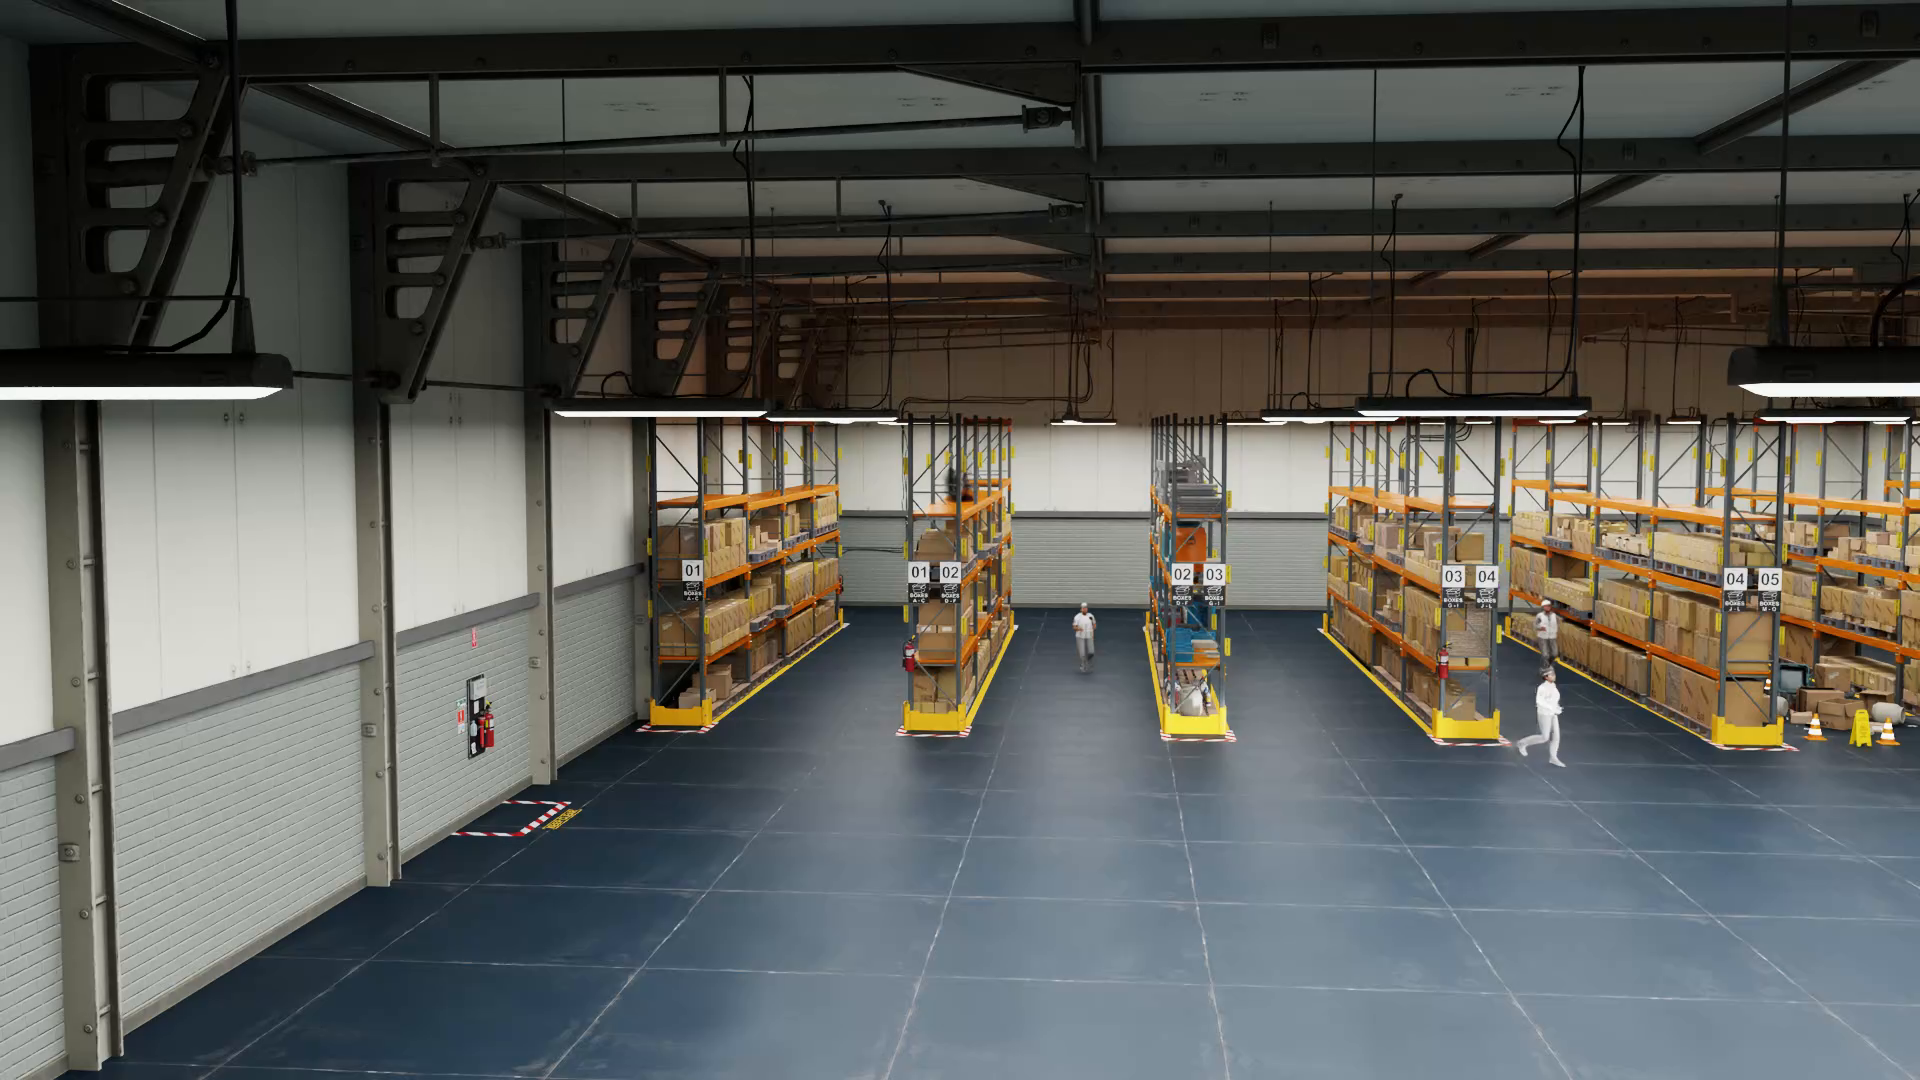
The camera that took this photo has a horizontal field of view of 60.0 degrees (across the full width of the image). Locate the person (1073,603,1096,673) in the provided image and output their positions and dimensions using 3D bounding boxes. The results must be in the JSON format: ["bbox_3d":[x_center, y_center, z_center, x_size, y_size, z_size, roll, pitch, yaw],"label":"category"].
[{"bbox_3d":[2.928,2.295,38.767,0.589,1.647,0.590,0,4,-6],"label":"person"}]

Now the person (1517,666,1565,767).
[{"bbox_3d":[9.974,2.987,28.397,0.801,1.699,0.625,4,5,43],"label":"person"}]

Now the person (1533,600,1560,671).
[{"bbox_3d":[13.601,2.258,38.440,0.647,1.731,0.598,0,4,2],"label":"person"}]
